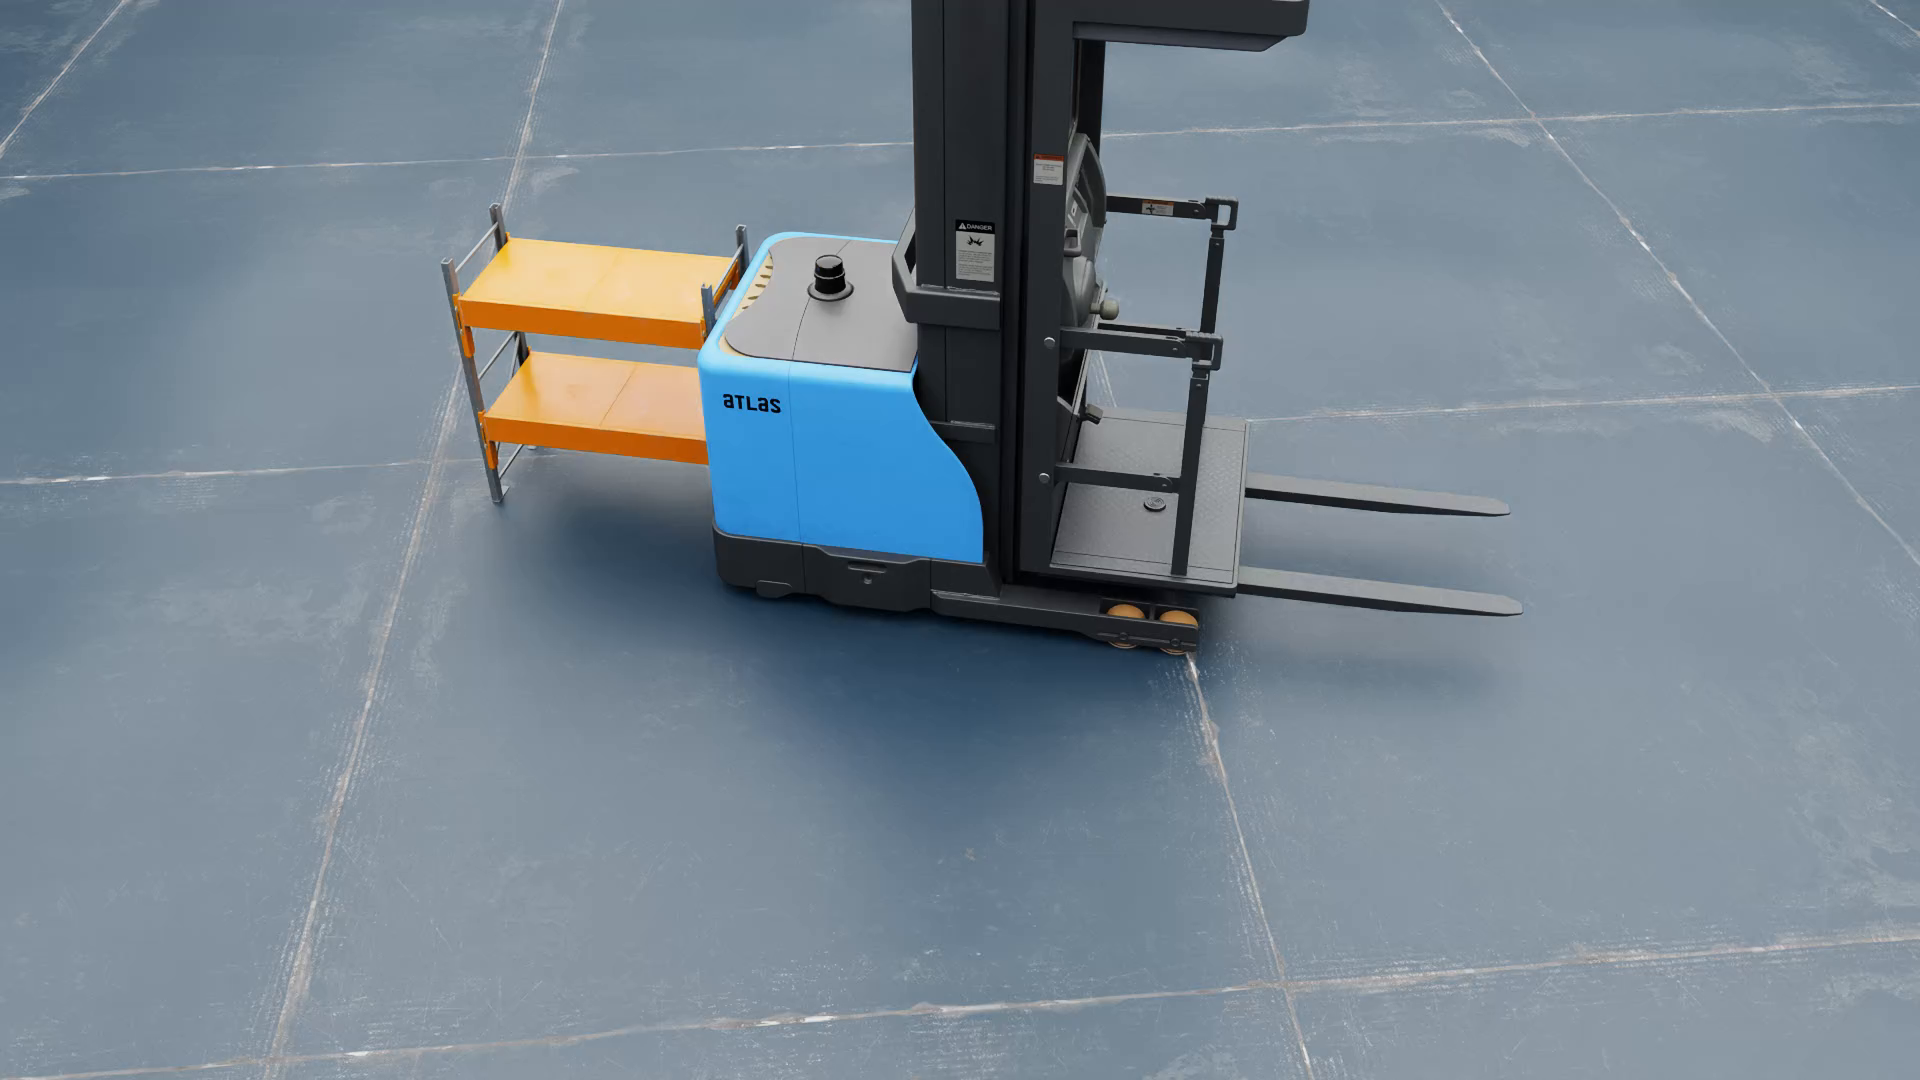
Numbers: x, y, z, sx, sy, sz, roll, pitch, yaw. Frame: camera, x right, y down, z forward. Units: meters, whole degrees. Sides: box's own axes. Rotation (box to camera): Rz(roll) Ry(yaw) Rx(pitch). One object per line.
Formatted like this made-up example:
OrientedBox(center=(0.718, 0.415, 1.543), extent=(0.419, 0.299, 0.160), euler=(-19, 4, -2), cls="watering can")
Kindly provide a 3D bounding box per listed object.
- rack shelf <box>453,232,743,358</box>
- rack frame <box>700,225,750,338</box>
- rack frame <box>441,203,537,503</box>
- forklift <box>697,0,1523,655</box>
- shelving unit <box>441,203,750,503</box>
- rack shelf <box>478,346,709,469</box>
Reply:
OrientedBox(center=(-1.394, -0.923, 6.539), extent=(1.000, 0.278, 0.538), euler=(7, 39, 8), cls="rack shelf")
OrientedBox(center=(-0.894, -0.636, 6.648), extent=(0.032, 1.125, 0.500), euler=(7, 39, 8), cls="rack frame")
OrientedBox(center=(-1.894, -0.750, 6.793), extent=(0.032, 1.125, 0.500), euler=(7, 39, 8), cls="rack frame")
OrientedBox(center=(0.620, -1.080, 5.753), extent=(3.031, 2.935, 1.130), euler=(6, 39, 8), cls="forklift")
OrientedBox(center=(-1.394, -0.693, 6.720), extent=(1.048, 1.125, 0.538), euler=(7, 39, 8), cls="shelving unit")
OrientedBox(center=(-1.394, -0.501, 6.872), extent=(1.000, 0.278, 0.538), euler=(7, 39, 8), cls="rack shelf")
